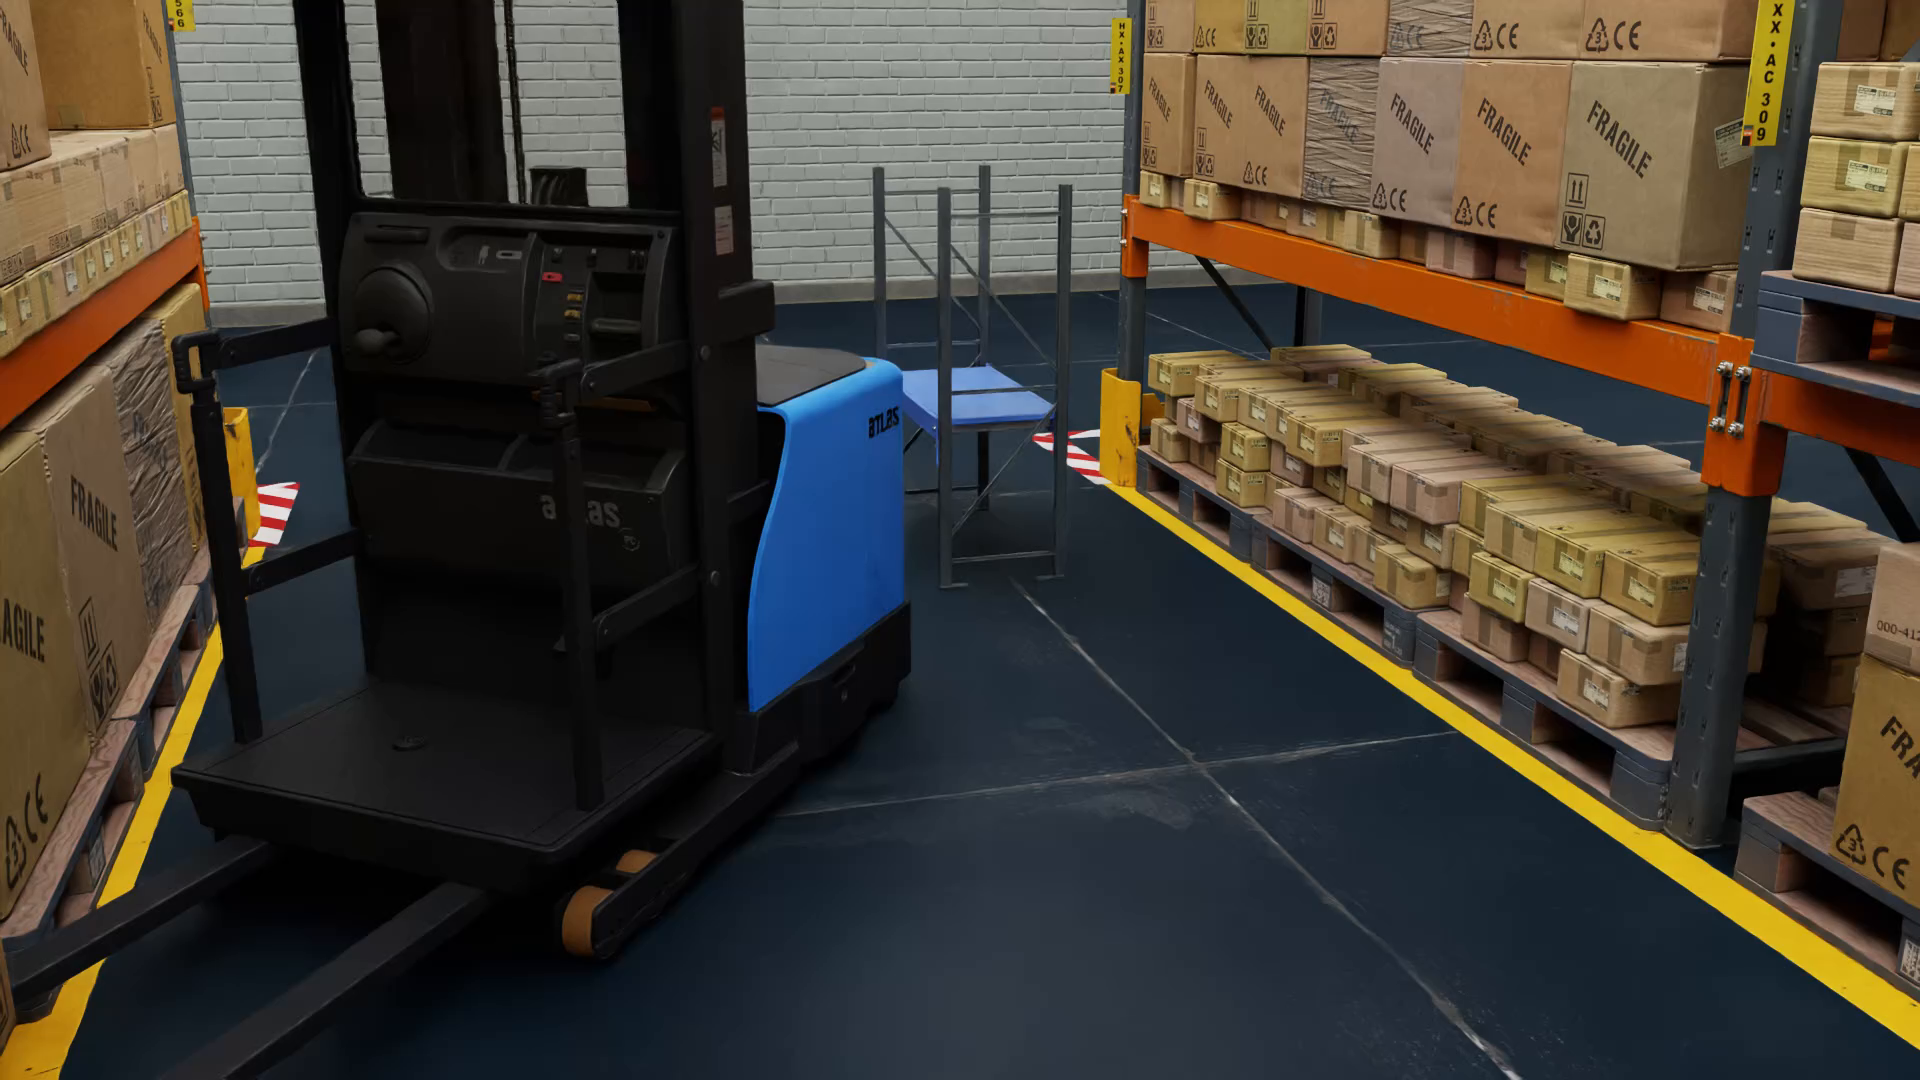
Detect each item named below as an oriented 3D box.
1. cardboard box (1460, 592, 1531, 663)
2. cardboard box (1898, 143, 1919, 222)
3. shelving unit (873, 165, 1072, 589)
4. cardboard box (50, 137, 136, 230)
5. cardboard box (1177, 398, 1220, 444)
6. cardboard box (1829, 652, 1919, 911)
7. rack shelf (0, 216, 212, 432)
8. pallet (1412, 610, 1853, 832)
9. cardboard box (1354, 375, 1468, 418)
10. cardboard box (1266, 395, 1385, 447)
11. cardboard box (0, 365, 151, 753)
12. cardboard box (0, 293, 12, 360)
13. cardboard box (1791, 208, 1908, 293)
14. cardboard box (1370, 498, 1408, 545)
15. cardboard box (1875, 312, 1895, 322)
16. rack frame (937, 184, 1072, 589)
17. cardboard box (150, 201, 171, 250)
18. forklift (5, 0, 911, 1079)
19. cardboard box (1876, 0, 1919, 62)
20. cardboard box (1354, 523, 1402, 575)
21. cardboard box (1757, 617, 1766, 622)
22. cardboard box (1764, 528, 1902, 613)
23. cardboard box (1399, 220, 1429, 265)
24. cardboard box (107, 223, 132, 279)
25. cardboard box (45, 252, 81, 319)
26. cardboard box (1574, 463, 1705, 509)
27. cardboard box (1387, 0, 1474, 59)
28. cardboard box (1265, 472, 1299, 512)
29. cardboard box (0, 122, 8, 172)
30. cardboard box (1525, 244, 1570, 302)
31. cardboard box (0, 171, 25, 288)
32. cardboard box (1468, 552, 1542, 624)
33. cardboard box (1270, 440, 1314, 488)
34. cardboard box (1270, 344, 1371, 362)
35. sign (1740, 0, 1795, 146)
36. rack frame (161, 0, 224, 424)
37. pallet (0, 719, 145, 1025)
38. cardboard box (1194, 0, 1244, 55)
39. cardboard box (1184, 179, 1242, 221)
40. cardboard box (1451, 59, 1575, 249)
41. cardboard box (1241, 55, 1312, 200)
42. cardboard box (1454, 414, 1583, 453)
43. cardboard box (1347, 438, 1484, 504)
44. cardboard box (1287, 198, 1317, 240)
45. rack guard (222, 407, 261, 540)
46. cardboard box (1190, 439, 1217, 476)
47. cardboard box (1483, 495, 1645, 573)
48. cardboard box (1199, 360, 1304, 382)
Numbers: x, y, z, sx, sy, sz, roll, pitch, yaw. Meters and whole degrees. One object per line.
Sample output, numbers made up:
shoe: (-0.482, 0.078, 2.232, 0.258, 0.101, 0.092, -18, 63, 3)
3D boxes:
cardboard box: (1.783, 0.250, 5.132, 0.380, 0.149, 0.250, -5, 18, -17)
cardboard box: (2.083, -0.693, 3.234, 0.380, 0.149, 0.250, -5, 17, -16)
shelving unit: (0.023, -0.695, 6.658, 0.538, 1.500, 1.048, -5, 17, -15)
cardboard box: (-2.885, -1.105, 5.161, 0.500, 0.250, 0.500, -5, 18, -17)
cardboard box: (1.162, -0.526, 7.197, 0.380, 0.149, 0.250, -5, 17, -16)
cardboard box: (2.292, 0.535, 3.572, 0.500, 0.500, 0.500, -4, 17, -13)
rack shelf: (-3.003, -0.531, 4.756, 1.077, 0.370, 4.000, -5, 17, -15)
pallet: (2.125, 0.466, 5.034, 1.003, 0.211, 1.213, -5, 17, -15)
cardboard box: (1.851, -0.575, 6.843, 0.380, 0.149, 0.250, -5, 18, -17)
cardboard box: (1.414, -0.456, 6.447, 0.380, 0.149, 0.250, -4, 17, -13)
cardboard box: (-2.805, 0.056, 4.514, 0.875, 0.875, 0.875, -5, 17, -15)
cardboard box: (-2.360, -0.456, 3.691, 0.380, 0.149, 0.250, -4, 17, -13)
cardboard box: (2.010, -0.622, 3.515, 0.380, 0.149, 0.250, -6, 18, -18)
cardboard box: (1.657, -0.095, 5.763, 0.380, 0.149, 0.250, -6, 18, -18)
cardboard box: (2.580, -0.670, 4.407, 0.380, 0.149, 0.250, -4, 17, -13)
rack frame: (0.163, -0.554, 6.190, 0.500, 1.500, 0.032, -5, 17, -15)
cardboard box: (-2.997, -1.094, 5.818, 0.380, 0.149, 0.250, -5, 17, -15)
forklift: (-1.183, -0.587, 3.811, 1.130, 2.935, 3.031, 7, 18, 21)
cardboard box: (2.454, -1.500, 4.302, 0.500, 0.500, 0.500, -4, 17, -14)
cardboard box: (1.617, 0.032, 5.856, 0.380, 0.149, 0.250, -4, 17, -14)
cardboard box: (2.396, 0.147, 4.958, 0.380, 0.149, 0.250, -5, 17, -15)
cardboard box: (2.448, 0.081, 4.659, 0.380, 0.149, 0.250, -4, 17, -13)
cardboard box: (1.679, -0.989, 5.466, 0.380, 0.149, 0.250, -5, 17, -16)
cardboard box: (-2.784, -0.882, 5.111, 0.380, 0.149, 0.250, -5, 17, -15)
cardboard box: (-2.571, -0.669, 4.401, 0.380, 0.149, 0.250, -4, 17, -15)
cardboard box: (2.219, -0.136, 5.383, 0.380, 0.149, 0.250, -5, 17, -17)
cardboard box: (1.680, -1.750, 5.134, 0.500, 0.500, 0.500, -4, 17, -14)
cardboard box: (1.433, -0.182, 6.569, 0.380, 0.149, 0.250, -5, 17, -15)
cardboard box: (-2.467, -1.042, 3.646, 0.500, 0.500, 0.500, -5, 17, -15)
cardboard box: (1.848, -0.768, 4.731, 0.380, 0.149, 0.250, -4, 17, -13)
cardboard box: (-2.462, -0.682, 3.751, 0.500, 0.250, 0.500, -5, 17, -16)
cardboard box: (1.774, 0.127, 5.025, 0.380, 0.149, 0.250, -5, 18, -17)
cardboard box: (1.445, -0.320, 6.510, 0.380, 0.149, 0.250, -6, 18, -18)
cardboard box: (1.633, -0.787, 7.550, 0.380, 0.149, 0.250, -4, 17, -15)
sign: (1.824, -1.056, 3.749, 0.100, 0.325, 0.005, -5, 17, -15)
rack frame: (-3.552, -1.429, 6.494, 1.000, 3.000, 0.127, -5, 17, -15)
pallet: (-2.587, 0.797, 3.933, 1.003, 0.211, 1.213, -5, 17, -15)
cardboard box: (1.257, -2.178, 6.560, 0.500, 0.500, 0.500, -4, 17, -14)
cardboard box: (1.150, -1.411, 6.873, 0.380, 0.149, 0.250, -5, 17, -17)
cardboard box: (1.797, -1.132, 4.816, 0.500, 0.500, 0.500, -5, 17, -17)
cardboard box: (1.396, -1.555, 6.223, 0.500, 0.500, 0.500, -4, 17, -15)
cardboard box: (2.043, -0.353, 6.105, 0.380, 0.149, 0.250, -5, 17, -15)
cardboard box: (1.566, -0.240, 5.728, 0.380, 0.149, 0.250, -5, 18, -17)
cardboard box: (1.445, -1.203, 6.180, 0.380, 0.149, 0.250, -5, 17, -16)
rack guard: (-3.559, -0.238, 6.876, 1.175, 0.500, 0.348, -5, 17, -15)
cardboard box: (1.231, -0.393, 7.270, 0.380, 0.149, 0.250, -5, 17, -15)
cardboard box: (1.812, -0.021, 4.999, 0.380, 0.149, 0.250, -5, 17, -16)
cardboard box: (1.253, -0.675, 7.177, 0.380, 0.149, 0.250, -4, 17, -14)
